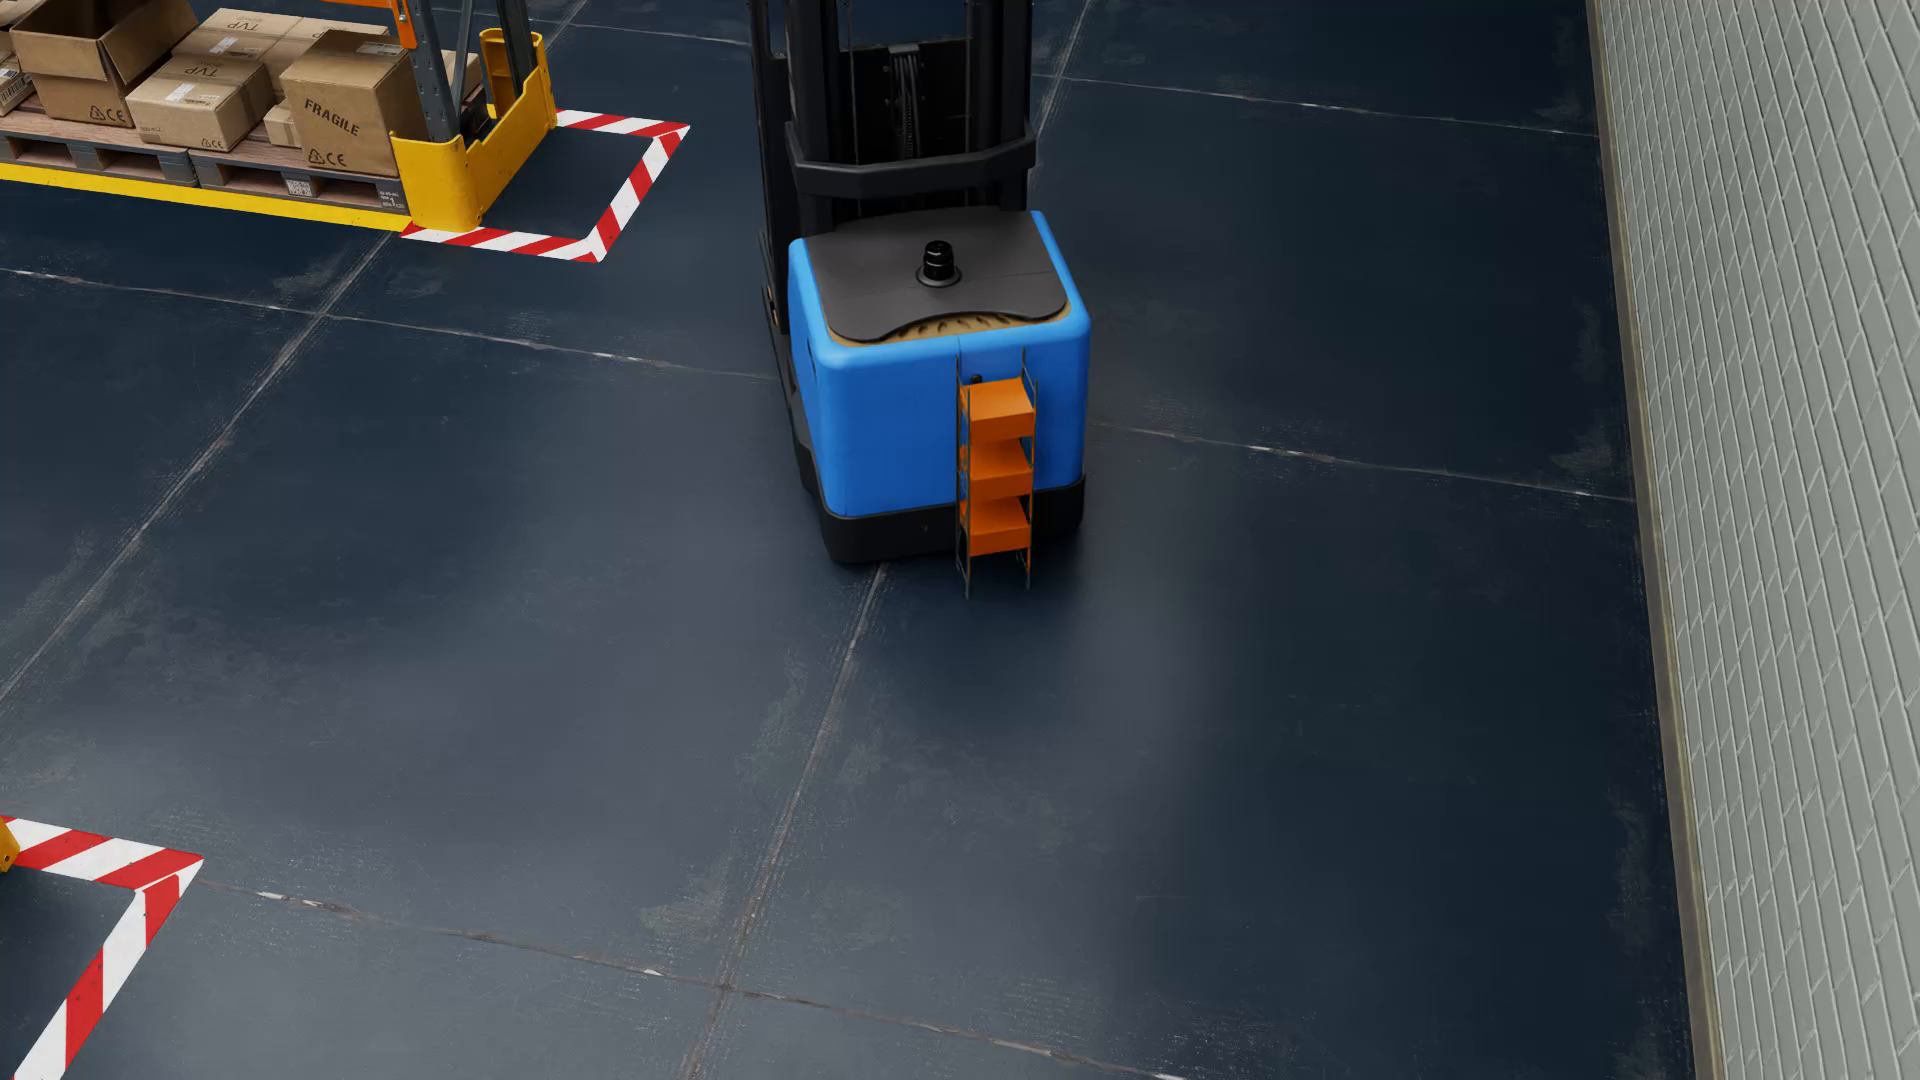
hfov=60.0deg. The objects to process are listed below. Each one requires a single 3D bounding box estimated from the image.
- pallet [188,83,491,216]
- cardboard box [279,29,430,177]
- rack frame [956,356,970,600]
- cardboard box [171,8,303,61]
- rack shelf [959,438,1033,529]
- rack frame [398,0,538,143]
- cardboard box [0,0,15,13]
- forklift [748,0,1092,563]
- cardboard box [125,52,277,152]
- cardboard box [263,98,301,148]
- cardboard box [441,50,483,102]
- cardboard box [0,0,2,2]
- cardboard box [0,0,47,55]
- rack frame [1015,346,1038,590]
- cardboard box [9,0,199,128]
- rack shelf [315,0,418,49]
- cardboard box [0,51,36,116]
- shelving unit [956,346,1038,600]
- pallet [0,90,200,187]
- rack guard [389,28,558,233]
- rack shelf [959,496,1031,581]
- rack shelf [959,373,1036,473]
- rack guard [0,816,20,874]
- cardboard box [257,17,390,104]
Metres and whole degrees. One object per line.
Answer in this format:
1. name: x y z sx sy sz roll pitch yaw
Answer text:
1. pallet: -3.269 -2.151 8.833 1.213 0.211 1.003 9 45 9
2. cardboard box: -3.001 -2.198 8.356 0.500 0.500 0.500 9 45 9
3. rack frame: 0.010 -0.210 6.211 0.008 1.050 0.200 -9 45 -9
4. cardboard box: -3.861 -2.618 8.972 0.500 0.250 0.500 9 45 9
5. rack shelf: 0.129 -0.221 6.238 0.240 0.259 0.215 -9 45 -9
6. rack frame: -2.416 -3.024 7.729 0.127 3.000 1.000 9 45 9
7. cardboard box: -5.323 -2.851 9.287 0.250 0.149 0.380 9 45 9
8. forklift: -0.313 -2.000 6.715 1.130 2.935 3.031 -8 45 -9
9. cardboard box: -3.921 -2.272 8.613 0.500 0.250 0.500 9 45 9
10. cardboard box: -3.376 -2.200 8.598 0.250 0.166 0.380 9 45 9
11. cardboard box: -2.750 -2.452 8.873 0.250 0.149 0.380 9 45 9
12. cardboard box: -5.702 -2.994 9.183 0.500 0.500 0.500 9 45 9
13. cardboard box: -4.970 -2.812 9.130 0.500 0.311 0.500 9 45 9
14. rack frame: 0.248 -0.248 6.250 0.008 1.050 0.200 -9 45 -9
15. cardboard box: -4.485 -2.608 8.780 0.637 0.503 0.797 9 45 9
16. rack shelf: -4.368 -3.068 8.293 4.000 0.370 1.077 9 45 9
17. cardboard box: -5.111 -2.434 8.841 0.250 0.166 0.380 9 45 9
18. shelving unit: 0.129 -0.229 6.231 0.252 1.050 0.215 -9 45 -9
19. pallet: -4.456 -2.337 9.026 1.213 0.211 1.003 9 45 9
20. rack guard: -2.491 -2.135 8.608 0.348 0.500 1.175 9 45 9
21. rack shelf: 0.129 -0.021 6.431 0.240 0.259 0.215 -9 45 -9
22. rack shelf: 0.129 -0.426 6.041 0.240 0.259 0.215 -9 45 -9
23. rack guard: -3.475 1.223 5.119 0.348 0.500 1.175 9 45 9
24. cardboard box: -3.373 -2.542 8.894 0.500 0.250 0.500 9 45 9
